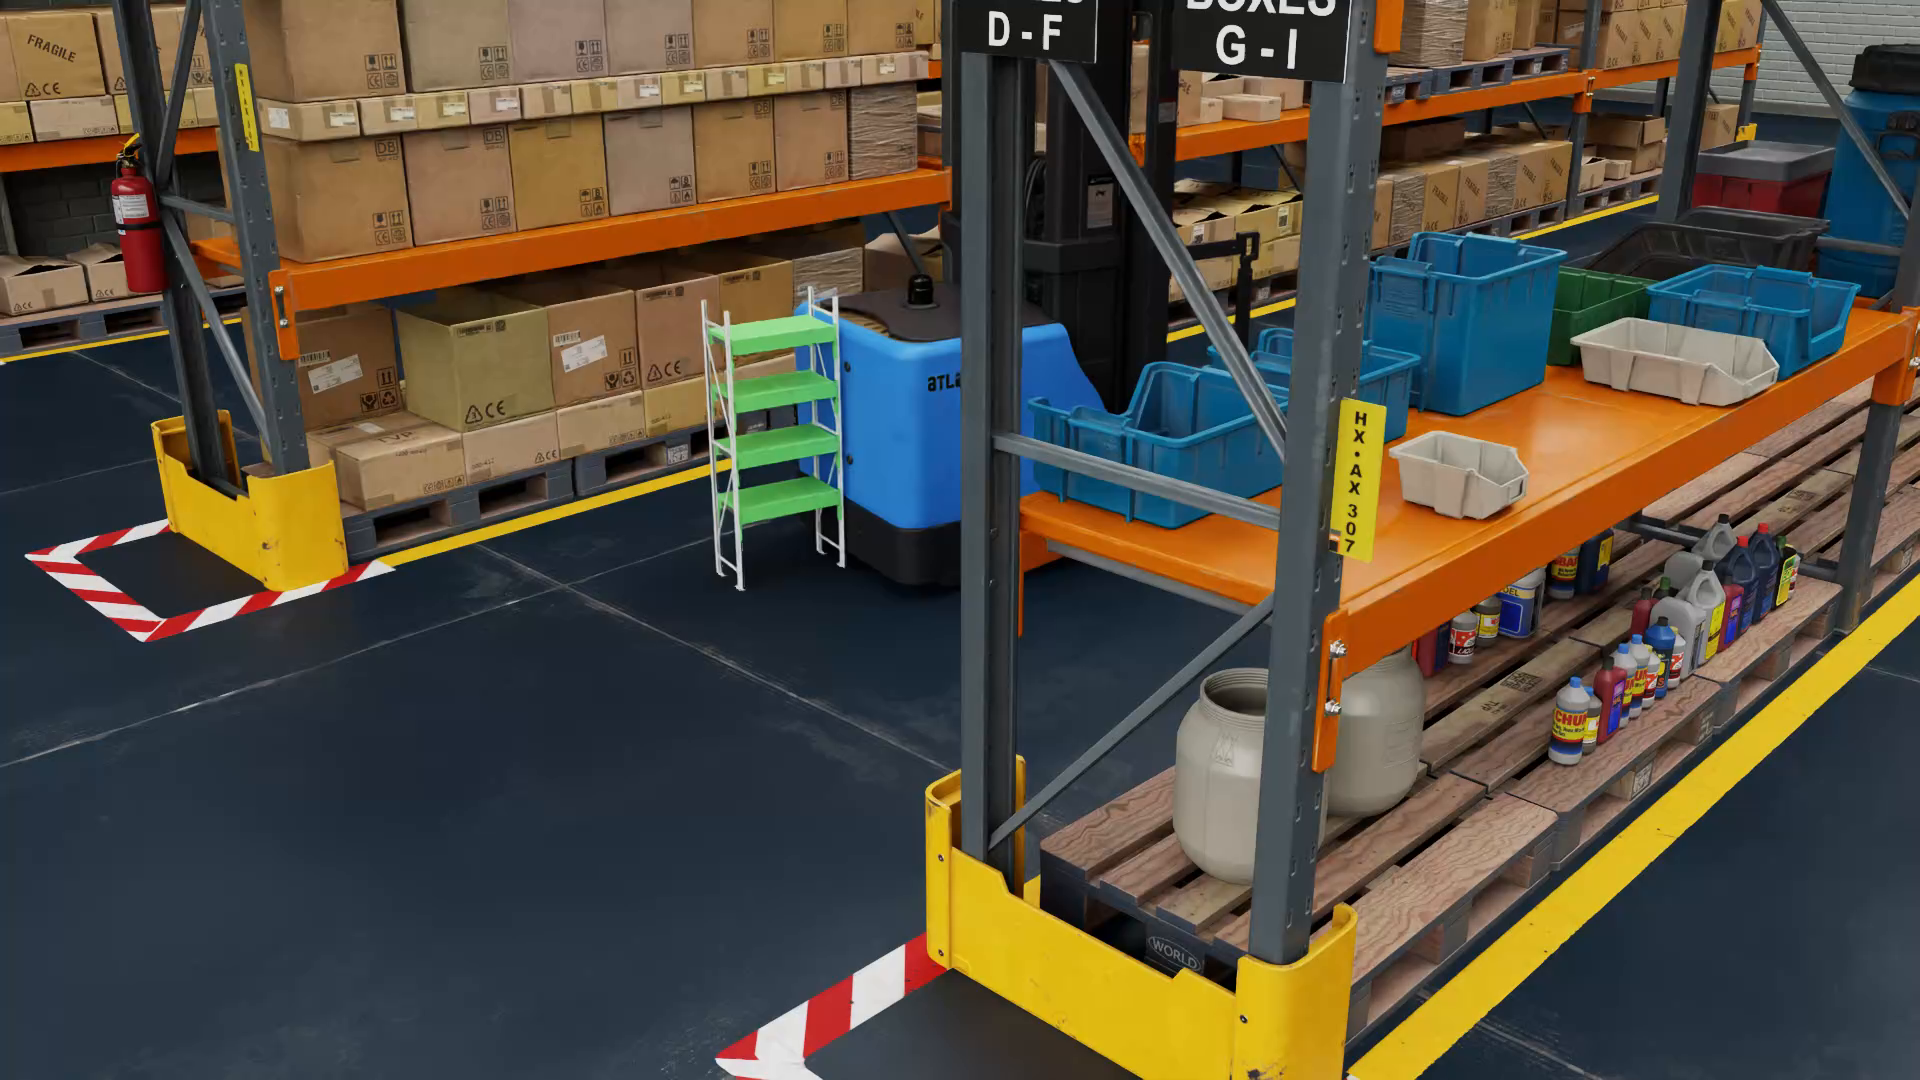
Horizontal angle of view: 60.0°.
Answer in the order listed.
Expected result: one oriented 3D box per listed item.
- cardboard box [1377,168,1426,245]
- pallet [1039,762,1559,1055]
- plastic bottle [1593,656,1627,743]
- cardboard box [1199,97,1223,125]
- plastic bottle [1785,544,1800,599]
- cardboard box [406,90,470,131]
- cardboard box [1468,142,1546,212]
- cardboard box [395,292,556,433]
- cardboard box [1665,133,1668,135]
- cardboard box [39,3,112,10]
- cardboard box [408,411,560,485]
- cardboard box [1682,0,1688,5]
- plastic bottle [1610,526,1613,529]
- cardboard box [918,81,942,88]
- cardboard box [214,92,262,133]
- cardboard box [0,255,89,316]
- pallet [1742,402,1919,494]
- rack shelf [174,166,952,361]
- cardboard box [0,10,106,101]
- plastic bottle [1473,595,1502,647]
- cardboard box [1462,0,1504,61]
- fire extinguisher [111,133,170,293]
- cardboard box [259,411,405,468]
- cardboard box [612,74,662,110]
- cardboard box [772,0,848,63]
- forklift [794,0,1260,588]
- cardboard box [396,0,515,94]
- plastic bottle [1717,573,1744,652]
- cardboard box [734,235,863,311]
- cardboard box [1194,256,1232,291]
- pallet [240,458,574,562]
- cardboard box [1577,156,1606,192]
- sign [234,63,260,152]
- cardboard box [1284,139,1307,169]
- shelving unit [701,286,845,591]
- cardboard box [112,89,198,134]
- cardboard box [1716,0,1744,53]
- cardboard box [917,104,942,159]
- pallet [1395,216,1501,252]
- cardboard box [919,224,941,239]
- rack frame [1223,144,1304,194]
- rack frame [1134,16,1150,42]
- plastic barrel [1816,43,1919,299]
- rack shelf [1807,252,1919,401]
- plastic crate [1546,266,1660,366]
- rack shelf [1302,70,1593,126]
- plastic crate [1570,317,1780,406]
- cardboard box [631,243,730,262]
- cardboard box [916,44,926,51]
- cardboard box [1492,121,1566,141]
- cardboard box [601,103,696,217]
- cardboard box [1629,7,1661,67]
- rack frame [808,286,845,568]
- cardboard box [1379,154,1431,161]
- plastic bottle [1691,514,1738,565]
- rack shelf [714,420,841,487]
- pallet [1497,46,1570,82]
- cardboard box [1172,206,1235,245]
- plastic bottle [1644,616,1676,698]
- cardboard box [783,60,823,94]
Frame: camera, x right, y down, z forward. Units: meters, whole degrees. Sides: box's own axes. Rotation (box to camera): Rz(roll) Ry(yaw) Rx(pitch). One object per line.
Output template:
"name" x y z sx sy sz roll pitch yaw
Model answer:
"cardboard box" 3.318 -2.645 13.146 0.500 0.500 0.500 18 27 39
"pallet" 0.990 0.935 4.848 1.003 0.211 1.213 19 28 41
"plastic bottle" 2.059 0.493 5.284 0.133 0.283 0.061 -20 28 -41
"cardboard box" 1.585 -2.966 11.460 0.250 0.149 0.380 -18 27 -38
"plastic bottle" 3.161 0.116 6.379 0.097 0.201 0.097 0 21 0
"cardboard box" -2.361 -1.897 7.286 0.380 0.149 0.250 19 28 41
"cardboard box" 4.735 -3.168 14.507 0.500 0.500 0.500 19 28 41
"cardboard box" -2.265 -0.842 7.787 0.500 0.500 0.500 19 28 41
"cardboard box" 7.477 -4.334 18.031 0.380 0.149 0.250 19 28 41
"cardboard box" -5.806 -3.332 11.199 0.500 0.500 0.500 18 28 39
"cardboard box" -2.267 -0.493 7.923 0.500 0.250 0.500 19 28 41
"cardboard box" 6.834 -5.415 15.949 0.500 0.500 0.500 -19 28 -40
"plastic bottle" 2.525 -0.005 6.579 0.061 0.283 0.133 19 28 41
"cardboard box" 0.106 -4.236 16.826 0.750 0.750 0.750 19 28 40
"cardboard box" -3.016 -1.864 7.200 0.380 0.149 0.250 19 28 40
"cardboard box" -6.151 -1.713 10.985 0.500 0.311 0.500 15 26 35
"pallet" 4.562 -0.381 8.272 1.003 0.211 1.213 19 28 41
"rack shelf" -1.751 -1.547 8.421 1.077 0.370 4.000 19 28 41
"cardboard box" -5.798 -3.069 10.514 0.500 0.500 0.500 19 28 41
"plastic bottle" 1.889 0.273 5.971 0.097 0.201 0.097 0 21 0
"cardboard box" 4.037 -4.226 13.665 0.700 0.500 0.500 12 24 27
"fire extinguisher" -3.561 -1.418 7.192 0.296 0.674 0.183 19 28 41
"cardboard box" -2.984 -0.493 7.923 0.500 0.250 0.500 19 28 41
"cardboard box" -1.645 -2.160 7.970 0.380 0.149 0.250 20 28 41
"cardboard box" -1.012 -2.803 8.739 0.700 0.500 0.500 19 28 41
"forklift" 0.776 -1.549 7.519 3.031 2.935 1.130 -13 24 -30
"cardboard box" -2.411 -2.288 7.398 0.700 0.500 0.500 18 28 39
"plastic bottle" 2.730 0.246 5.927 0.133 0.283 0.061 -18 27 -39
"cardboard box" -0.880 -1.360 9.134 0.500 0.500 0.500 19 28 41
"cardboard box" 1.532 -1.879 11.530 0.500 0.250 0.500 -19 28 -41
"pallet" -2.643 -0.274 7.993 1.003 0.211 1.213 19 28 41
"cardboard box" 5.673 -3.457 15.523 0.500 0.311 0.500 19 28 41
"sign" -2.753 -1.669 6.419 0.100 0.325 0.005 19 28 41
"cardboard box" 2.955 -3.128 13.358 0.500 0.250 0.500 -19 28 -40
"shelving unit" -0.777 -0.428 7.016 0.503 1.200 0.258 -13 24 -30
"cardboard box" -5.418 -2.859 11.014 0.500 0.250 0.500 19 28 40
"cardboard box" 7.539 -5.211 16.811 0.500 0.500 0.500 20 28 41
"cardboard box" -0.044 -2.464 10.014 0.500 0.250 0.500 -18 27 -39
"pallet" 3.834 -2.618 14.092 1.003 0.211 1.213 19 28 41
"cardboard box" 0.080 -1.882 10.756 0.500 0.311 0.500 -19 28 -41
"rack frame" 2.435 -3.425 12.305 1.000 3.000 0.127 19 28 41
"rack frame" 1.673 -5.692 18.203 1.000 3.000 0.127 19 28 41
"plastic barrel" 3.677 -1.414 6.373 0.600 0.901 0.708 19 28 41
"rack shelf" 4.586 -1.334 7.868 1.077 0.370 4.000 19 28 41
"plastic crate" 2.041 -0.779 5.715 0.450 0.188 0.662 19 28 41
"rack shelf" 3.830 -3.603 13.771 1.077 0.370 4.000 19 28 41
"plastic crate" 2.239 -0.552 5.198 0.530 0.136 0.437 19 28 41
"cardboard box" -1.601 -1.361 9.138 0.500 0.500 0.500 19 28 41
"cardboard box" -0.539 -4.645 15.801 0.250 0.149 0.380 -20 29 -41
"cardboard box" 5.419 -3.709 15.915 0.500 0.500 0.500 19 28 41
"cardboard box" -1.733 -1.931 8.277 0.500 0.500 0.700 -19 28 -40
"cardboard box" 6.131 -4.695 15.470 0.500 0.500 0.500 -20 28 -41
"rack frame" -0.571 -0.475 7.137 0.015 1.200 0.240 -13 24 -30
"cardboard box" 3.642 -3.032 14.153 0.500 0.500 0.500 18 27 39
"plastic bottle" 2.845 0.077 6.273 0.144 0.351 0.185 19 28 41
"rack shelf" -0.777 -0.368 7.039 0.480 0.148 0.258 -13 24 -30
"pallet" 4.589 -4.186 14.551 1.003 0.211 1.213 19 28 41
"cardboard box" 1.534 -2.139 11.424 0.500 0.311 0.500 19 28 40
"plastic bottle" 2.339 0.386 5.578 0.097 0.271 0.097 0 21 0
"cardboard box" -0.929 -2.424 8.657 0.380 0.149 0.250 19 28 41
